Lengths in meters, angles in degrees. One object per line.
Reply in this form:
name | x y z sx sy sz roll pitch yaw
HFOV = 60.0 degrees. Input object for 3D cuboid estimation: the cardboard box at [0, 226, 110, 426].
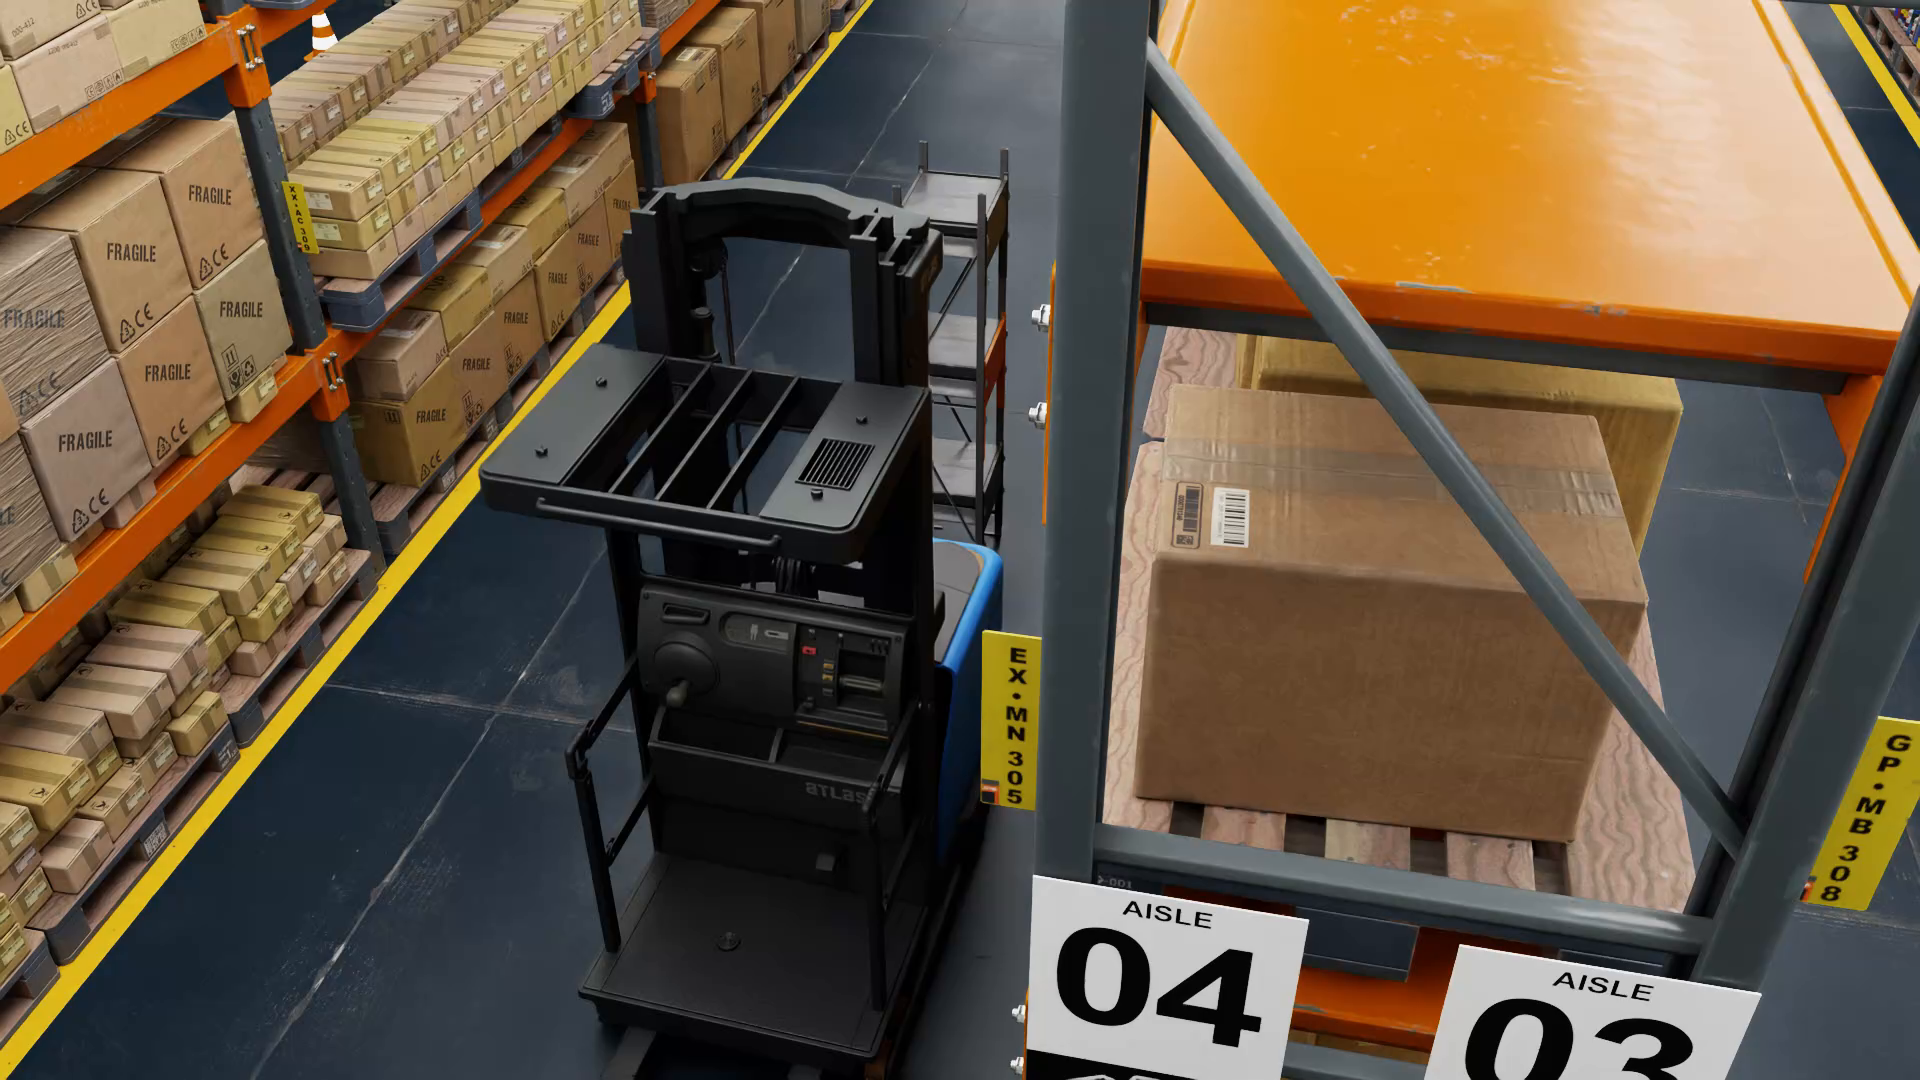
cardboard box | -3.427 -0.768 5.833 0.500 0.500 0.500 8 37 11

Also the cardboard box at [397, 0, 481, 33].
cardboard box | -2.965 -3.010 9.466 0.380 0.149 0.250 6 36 8

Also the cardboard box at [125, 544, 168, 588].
cardboard box | -3.761 0.122 7.360 0.380 0.149 0.250 7 36 9

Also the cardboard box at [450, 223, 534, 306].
cardboard box | -2.722 -1.544 9.227 0.500 0.250 0.500 9 37 12

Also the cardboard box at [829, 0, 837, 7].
cardboard box | -1.451 -5.342 14.787 0.875 0.875 0.875 8 37 11

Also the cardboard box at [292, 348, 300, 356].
cardboard box | -3.451 -1.014 8.497 0.500 0.250 0.500 6 36 9

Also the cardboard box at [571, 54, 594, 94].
cardboard box | -2.331 -2.683 9.522 0.380 0.149 0.250 7 36 9

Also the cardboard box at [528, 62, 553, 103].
cardboard box | -2.442 -2.496 9.011 0.380 0.149 0.250 8 37 11

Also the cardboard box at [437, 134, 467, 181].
cardboard box | -2.666 -1.897 8.184 0.380 0.149 0.250 6 36 8

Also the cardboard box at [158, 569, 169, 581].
cardboard box | -3.736 0.238 7.454 0.380 0.149 0.250 7 37 10

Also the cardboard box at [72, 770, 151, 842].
cardboard box | -3.475 1.035 6.608 0.380 0.149 0.250 7 37 10

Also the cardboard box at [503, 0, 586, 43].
cardboard box | -2.330 -2.911 9.329 0.380 0.149 0.250 8 37 11

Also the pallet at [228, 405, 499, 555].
pallet | -3.198 -0.412 8.908 1.003 0.211 1.213 7 37 10

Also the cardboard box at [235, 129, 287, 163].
cardboard box | -3.411 -1.812 7.814 0.380 0.149 0.250 6 36 9

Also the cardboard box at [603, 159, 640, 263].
cardboard box | -2.394 -2.135 10.682 0.500 0.500 0.500 7 37 10

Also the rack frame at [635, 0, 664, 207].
rack frame | -2.508 -3.387 10.638 1.000 3.000 0.127 7 37 10

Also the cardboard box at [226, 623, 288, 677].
cardboard box | -3.244 0.456 7.407 0.380 0.149 0.250 6 36 8

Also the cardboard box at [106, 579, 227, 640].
cardboard box | -3.378 0.320 7.087 0.380 0.149 0.250 8 37 11

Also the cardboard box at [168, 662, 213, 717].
cardboard box | -3.390 0.583 6.978 0.380 0.149 0.250 8 37 11

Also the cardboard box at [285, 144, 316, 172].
cardboard box | -3.360 -1.829 8.090 0.380 0.149 0.250 9 37 12

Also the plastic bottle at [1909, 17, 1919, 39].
plastic bottle | 8.012 -4.289 13.892 0.097 0.201 0.097 0 36 0

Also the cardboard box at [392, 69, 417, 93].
cardboard box | -3.135 -2.430 8.920 0.380 0.149 0.250 9 37 12

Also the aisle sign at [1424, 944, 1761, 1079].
aisle sign | 0.885 0.905 2.500 0.394 0.787 0.004 7 37 10

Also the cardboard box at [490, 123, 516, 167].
cardboard box | -2.556 -2.080 8.690 0.380 0.149 0.250 7 36 9

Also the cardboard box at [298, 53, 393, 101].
cardboard box | -3.189 -2.405 8.632 0.380 0.149 0.250 6 36 8

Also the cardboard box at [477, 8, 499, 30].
cardboard box | -2.917 -3.015 9.727 0.380 0.149 0.250 6 36 9

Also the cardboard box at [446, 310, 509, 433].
cardboard box | -2.834 -0.946 9.041 0.500 0.500 0.500 9 37 12

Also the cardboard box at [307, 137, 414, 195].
cardboard box | -2.776 -1.732 7.703 0.380 0.149 0.250 8 37 11

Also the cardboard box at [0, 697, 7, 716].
cardboard box | -3.997 0.714 6.544 0.380 0.149 0.250 7 37 10

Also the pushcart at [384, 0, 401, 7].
pushcart | -4.273 -4.924 14.993 1.648 0.377 0.936 -5 36 -6

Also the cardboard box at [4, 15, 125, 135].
cardboard box | -3.322 -1.648 5.810 0.500 0.250 0.500 7 37 10

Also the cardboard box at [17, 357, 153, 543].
cardboard box | -3.410 -0.360 6.122 0.500 0.500 0.500 7 37 10

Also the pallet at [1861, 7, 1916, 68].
pallet | 8.451 -4.332 14.318 1.003 0.211 1.213 7 37 10

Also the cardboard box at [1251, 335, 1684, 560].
cardboard box | 0.903 -0.199 3.155 0.700 0.500 0.500 6 36 8

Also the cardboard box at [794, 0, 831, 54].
cardboard box | -1.699 -4.572 13.832 1.050 0.750 0.750 7 37 10

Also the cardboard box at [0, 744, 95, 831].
cardboard box | -3.511 0.928 6.249 0.380 0.149 0.250 8 37 11

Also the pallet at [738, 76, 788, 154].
pallet | -2.004 -3.398 13.029 1.003 0.211 1.213 7 37 10

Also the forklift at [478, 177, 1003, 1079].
forklift | -0.686 0.475 5.367 1.130 2.935 3.031 9 37 12

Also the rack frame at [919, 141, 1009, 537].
rack frame | 0.017 -0.895 7.966 0.400 2.100 0.015 7 37 10

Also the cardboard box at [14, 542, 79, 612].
cardboard box | -3.459 0.106 6.032 0.380 0.149 0.250 8 37 11

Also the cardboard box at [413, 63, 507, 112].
cardboard box | -2.554 -2.313 8.505 0.380 0.149 0.250 9 37 12

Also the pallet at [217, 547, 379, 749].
pallet | -3.472 0.424 7.755 1.003 0.211 1.213 7 37 10

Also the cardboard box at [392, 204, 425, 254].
cardboard box | -2.776 -1.490 7.877 0.380 0.149 0.250 8 37 11

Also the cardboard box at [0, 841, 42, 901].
cardboard box | -3.650 1.196 6.132 0.380 0.149 0.250 6 36 8

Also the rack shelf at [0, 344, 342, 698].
rack shelf | -3.790 0.344 6.103 1.077 0.370 4.000 7 37 10

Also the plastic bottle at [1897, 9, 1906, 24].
plastic bottle | 8.098 -4.550 14.192 0.097 0.271 0.097 0 36 0

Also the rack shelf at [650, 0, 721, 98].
rack shelf | -2.081 -4.243 12.431 1.077 0.370 4.000 7 37 10

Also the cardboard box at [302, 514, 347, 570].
cardboard box | -3.119 -0.010 7.796 0.380 0.149 0.250 8 37 11

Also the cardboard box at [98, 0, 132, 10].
cardboard box | -3.213 -2.154 6.082 0.500 0.250 0.500 6 36 8

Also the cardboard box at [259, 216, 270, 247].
cardboard box | -3.471 -1.415 7.773 0.380 0.149 0.250 7 36 9

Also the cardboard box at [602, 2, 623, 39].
cardboard box | -2.224 -3.083 9.820 0.380 0.149 0.250 9 37 12

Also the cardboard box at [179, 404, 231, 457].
cardboard box | -3.259 -0.492 6.857 0.380 0.149 0.250 9 37 12

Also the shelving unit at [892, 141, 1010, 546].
shelving unit | -0.035 -0.755 7.773 0.431 2.100 0.503 7 37 10
